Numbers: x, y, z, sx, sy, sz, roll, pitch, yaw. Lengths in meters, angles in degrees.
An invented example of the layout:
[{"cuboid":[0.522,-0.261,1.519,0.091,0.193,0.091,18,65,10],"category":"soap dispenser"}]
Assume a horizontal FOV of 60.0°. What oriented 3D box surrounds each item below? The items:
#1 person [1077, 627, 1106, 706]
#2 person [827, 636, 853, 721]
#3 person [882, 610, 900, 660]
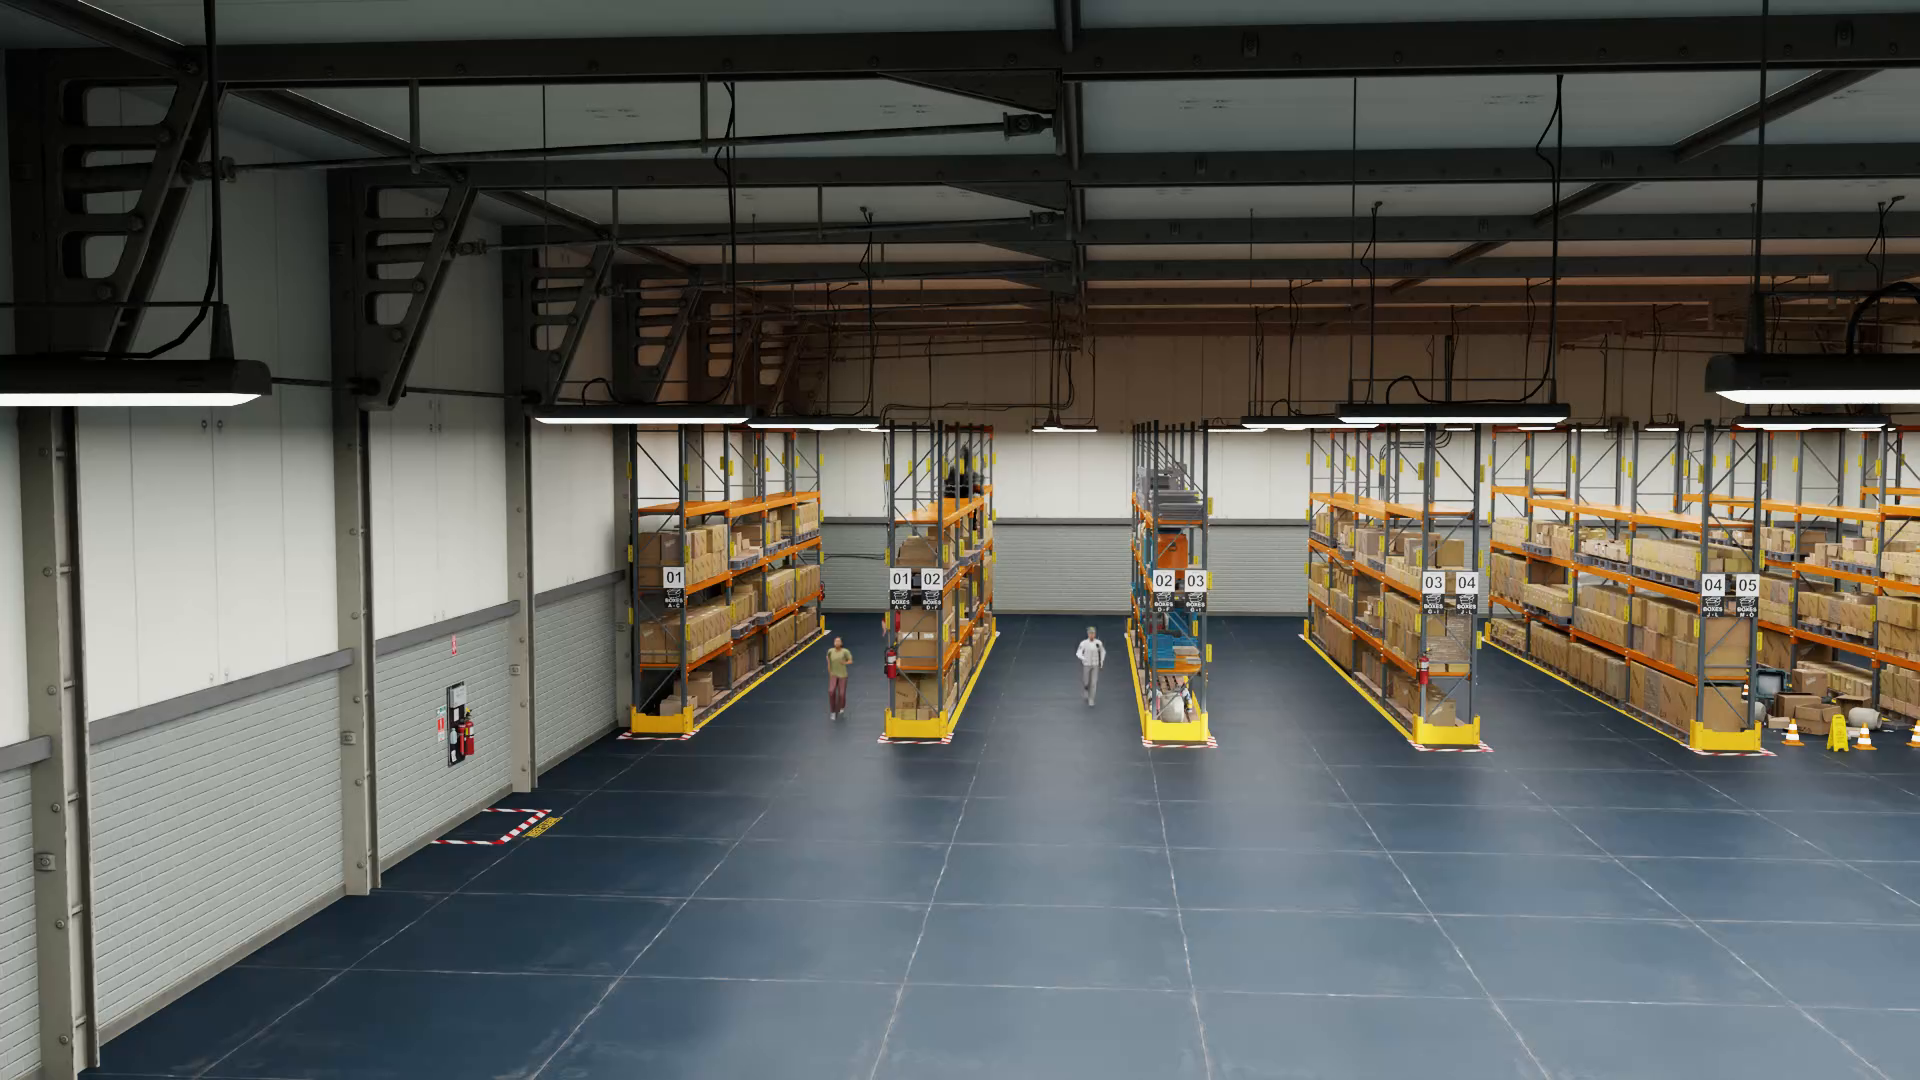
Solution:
[{"cuboid":[2.787,2.657,35.289,0.619,1.663,0.684,0,4,-1],"category":"person"},{"cuboid":[-2.428,2.778,33.595,0.556,1.708,0.766,0,4,2],"category":"person"},{"cuboid":[-1.559,2.335,40.113,0.658,1.683,0.602,0,4,-2],"category":"person"}]
